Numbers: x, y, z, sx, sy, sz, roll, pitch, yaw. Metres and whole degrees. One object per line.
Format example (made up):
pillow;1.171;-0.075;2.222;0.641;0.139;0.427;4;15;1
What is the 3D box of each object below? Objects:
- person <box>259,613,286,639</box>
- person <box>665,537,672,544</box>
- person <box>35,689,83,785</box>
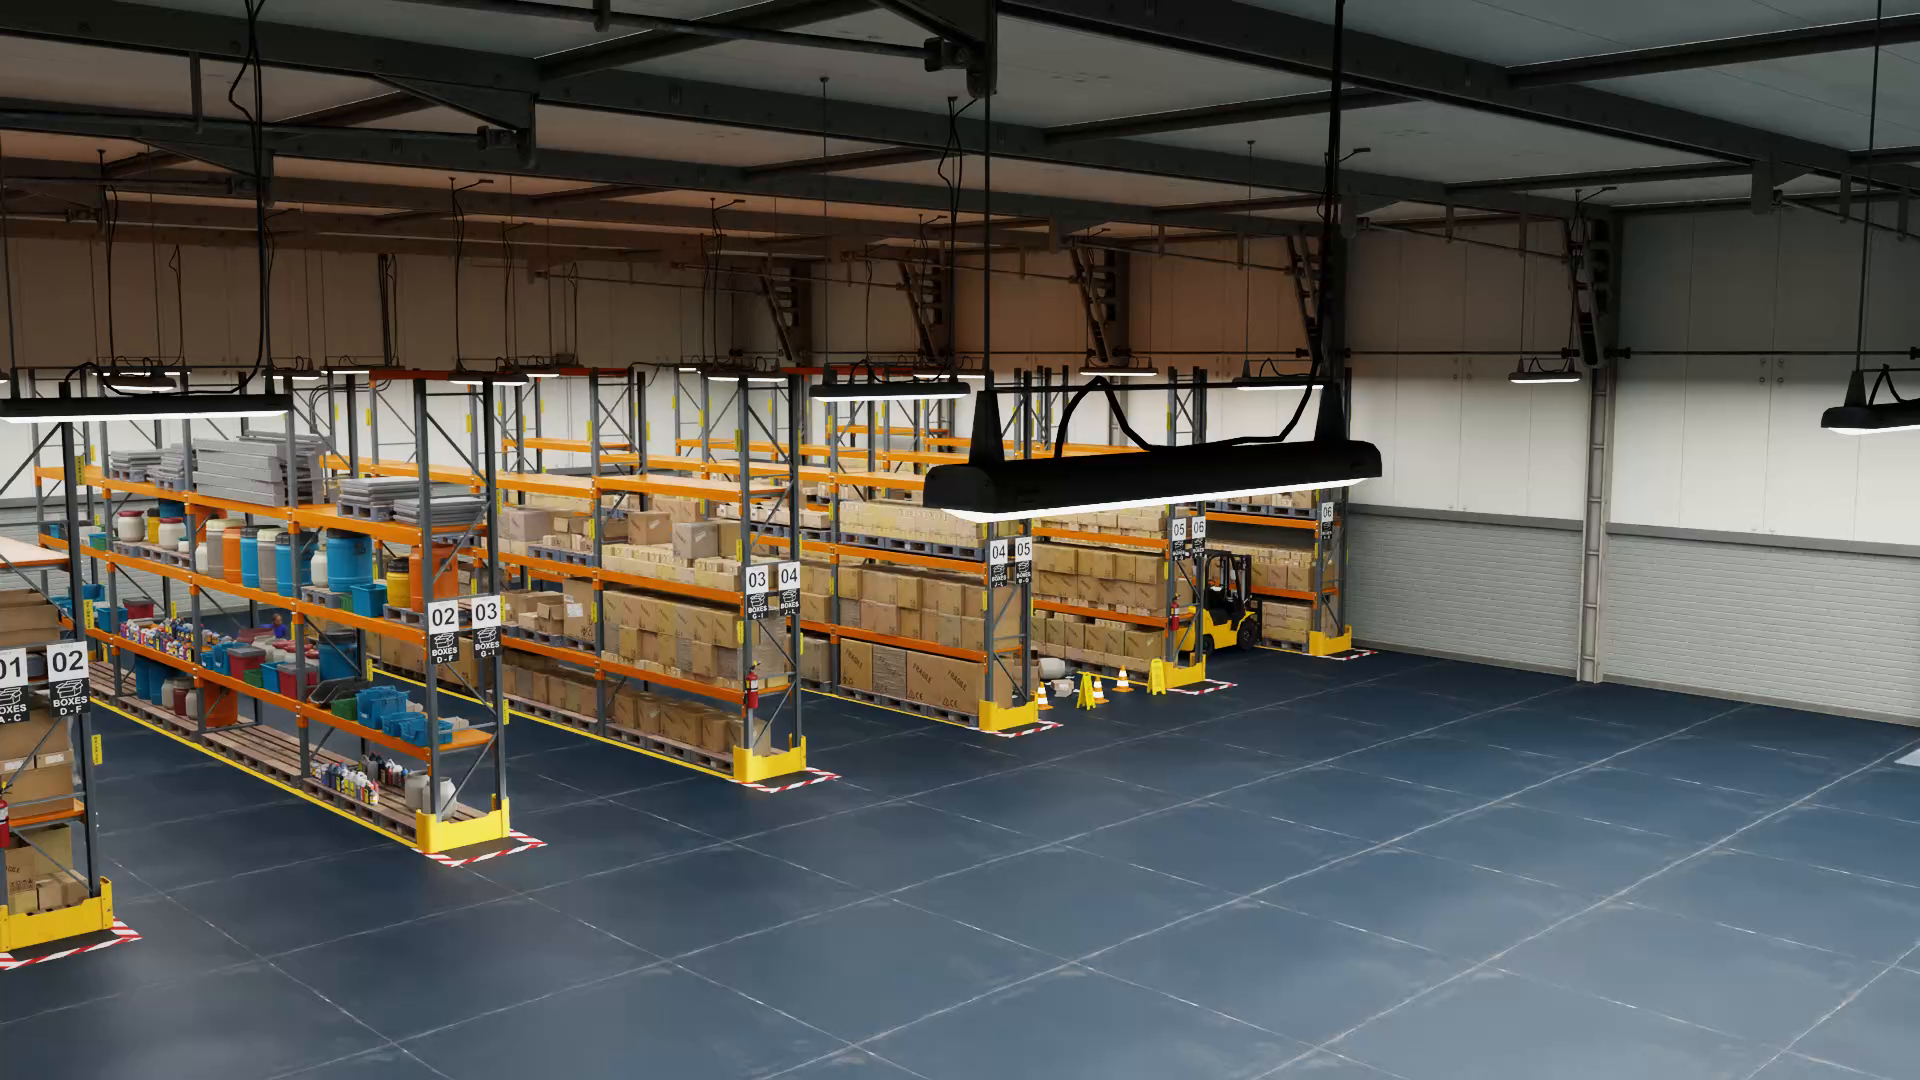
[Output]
person;-12.775;2.116;30.670;0.964;1.616;0.611;5;8;39
person;-7.936;0.528;44.188;0.690;1.642;0.715;5;8;37
person;-13.357;2.753;24.570;1.061;1.744;0.752;4;7;29
